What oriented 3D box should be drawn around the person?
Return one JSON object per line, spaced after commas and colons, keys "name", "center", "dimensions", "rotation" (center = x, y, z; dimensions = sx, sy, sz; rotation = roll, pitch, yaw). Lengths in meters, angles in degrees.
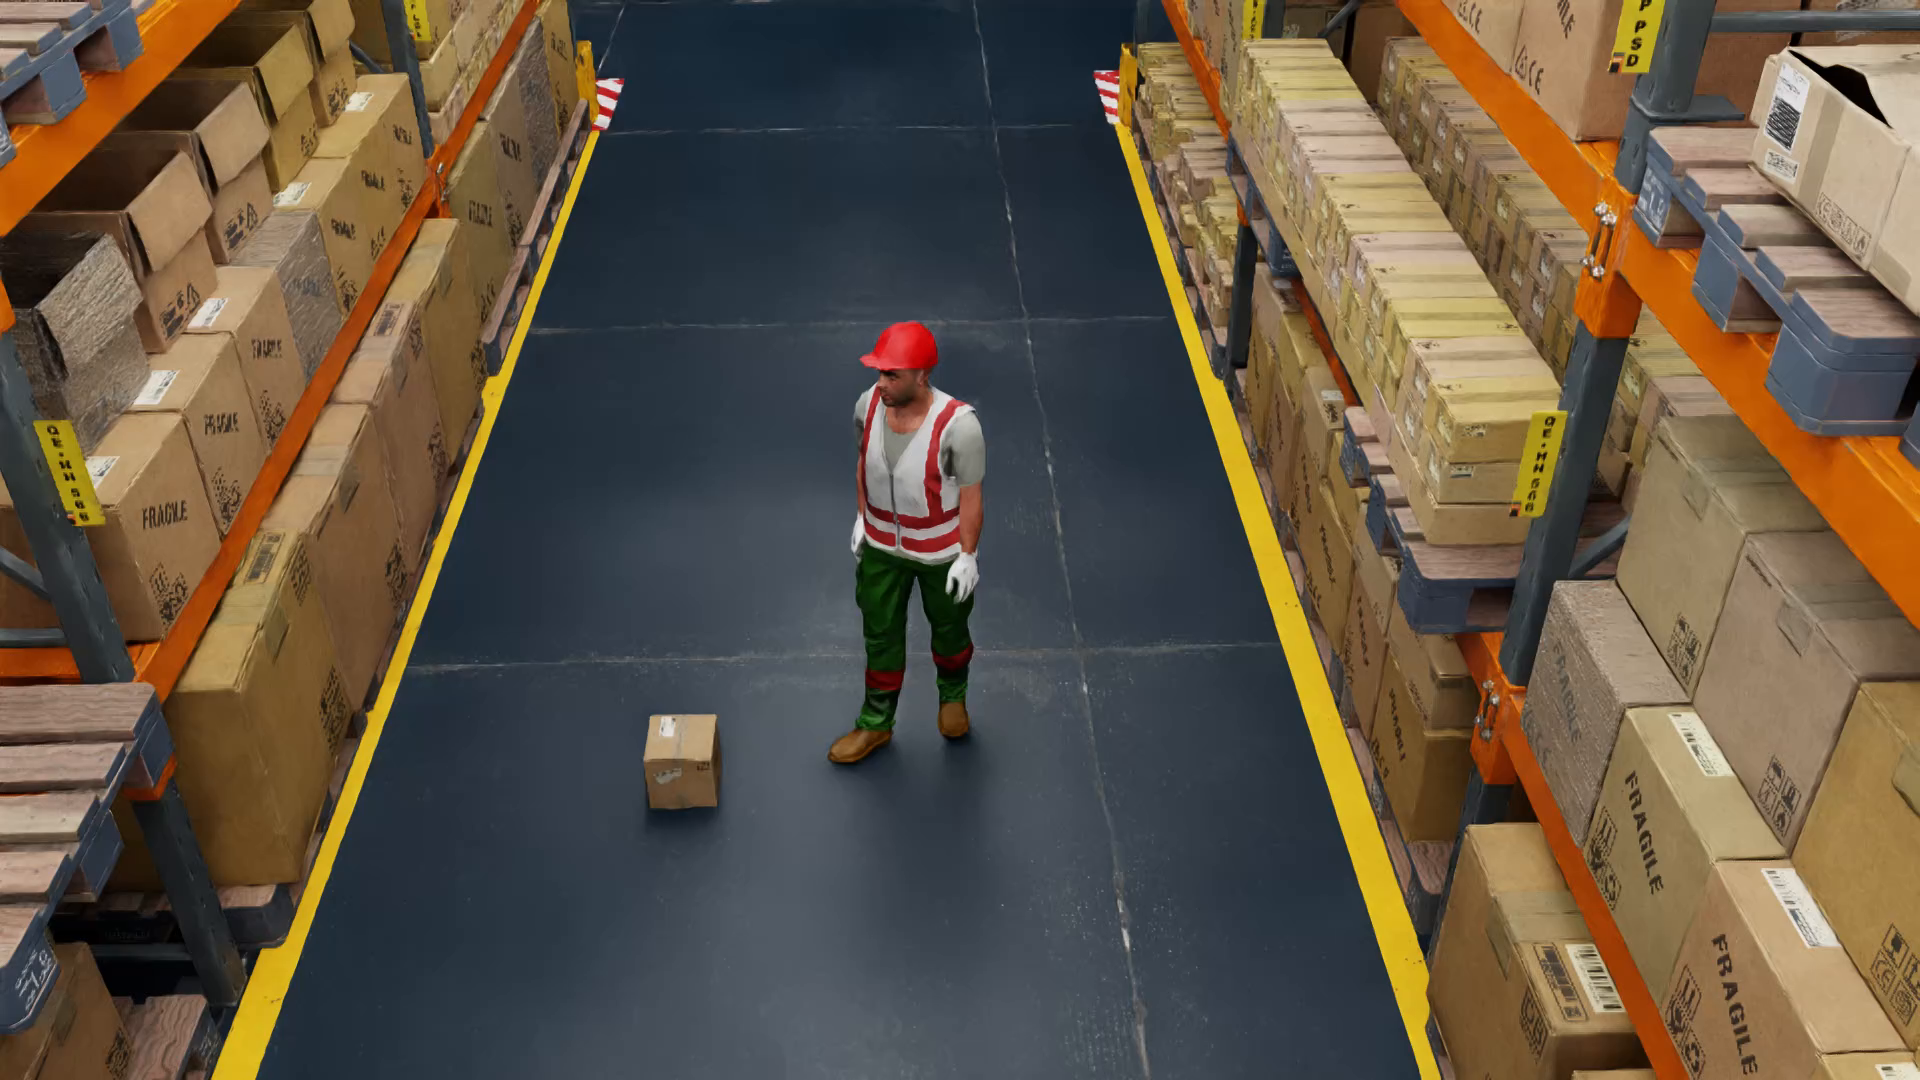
{"name": "person", "center": [-0.190, 0.039, 6.057], "dimensions": [0.544, 1.792, 0.585], "rotation": [14, 37, 19]}
